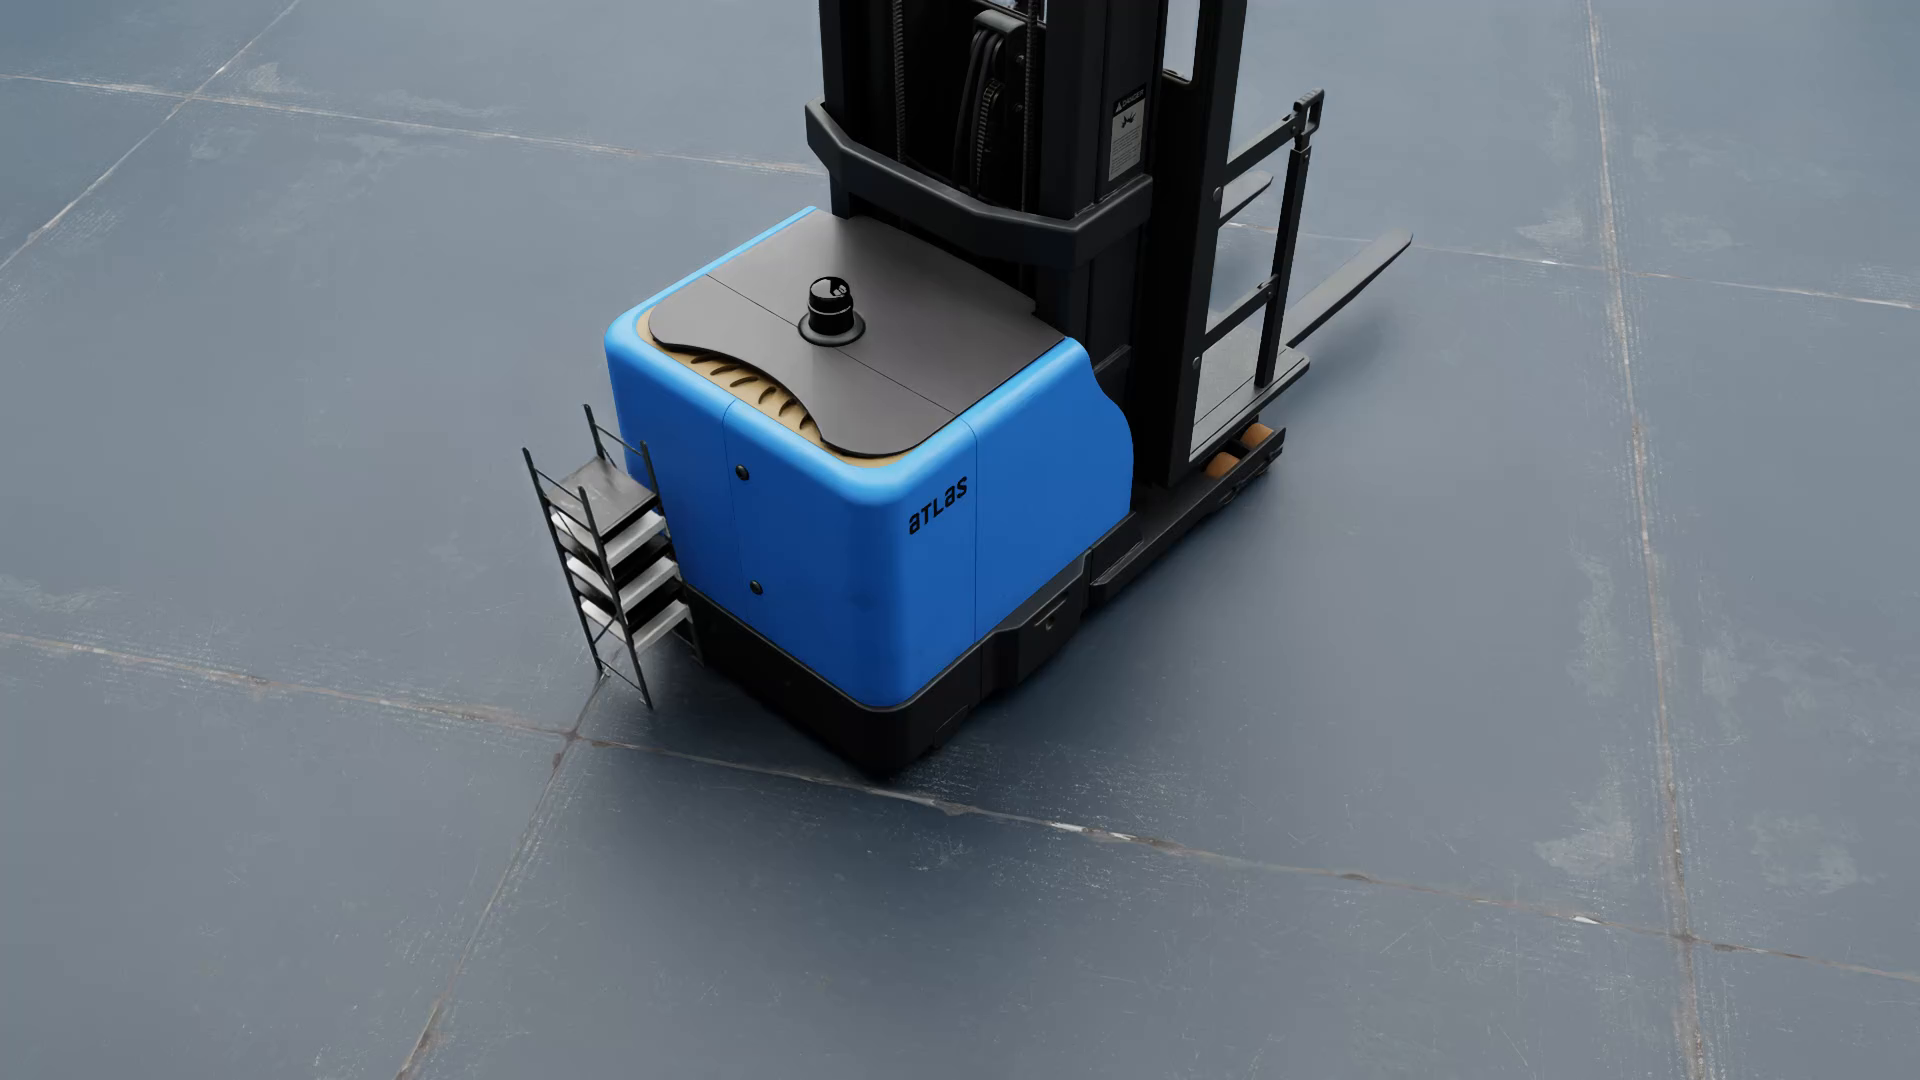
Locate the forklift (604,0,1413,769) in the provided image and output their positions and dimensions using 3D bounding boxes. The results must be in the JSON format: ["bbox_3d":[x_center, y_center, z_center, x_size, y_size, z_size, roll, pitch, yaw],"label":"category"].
[{"bbox_3d":[0.412,-1.381,4.571,1.130,2.935,3.031,31,52,28],"label":"forklift"}]

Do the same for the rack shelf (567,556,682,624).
[{"bbox_3d":[-0.924,0.088,4.548,0.258,0.077,0.200,31,57,28],"label":"rack shelf"}]

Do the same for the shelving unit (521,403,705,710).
[{"bbox_3d":[-0.925,0.065,4.523,0.258,0.900,0.210,31,57,28],"label":"shelving unit"}]

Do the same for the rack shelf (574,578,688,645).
[{"bbox_3d":[-0.919,0.148,4.614,0.258,0.077,0.200,31,57,28],"label":"rack shelf"}]

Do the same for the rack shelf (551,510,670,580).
[{"bbox_3d":[-0.933,-0.034,4.416,0.258,0.077,0.200,31,57,28],"label":"rack shelf"}]

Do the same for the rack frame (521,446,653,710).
[{"bbox_3d":[-0.992,0.124,4.474,0.240,0.900,0.006,31,57,28],"label":"rack frame"}]

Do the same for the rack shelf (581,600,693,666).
[{"bbox_3d":[-0.914,0.209,4.680,0.258,0.077,0.200,31,57,28],"label":"rack shelf"}]

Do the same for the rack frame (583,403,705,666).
[{"bbox_3d":[-0.859,0.006,4.573,0.240,0.900,0.006,31,57,28],"label":"rack frame"}]

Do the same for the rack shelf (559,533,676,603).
[{"bbox_3d":[-0.928,0.027,4.482,0.258,0.077,0.200,31,57,28],"label":"rack shelf"}]

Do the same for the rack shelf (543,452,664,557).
[{"bbox_3d":[-0.938,-0.095,4.349,0.258,0.077,0.200,31,57,28],"label":"rack shelf"}]
